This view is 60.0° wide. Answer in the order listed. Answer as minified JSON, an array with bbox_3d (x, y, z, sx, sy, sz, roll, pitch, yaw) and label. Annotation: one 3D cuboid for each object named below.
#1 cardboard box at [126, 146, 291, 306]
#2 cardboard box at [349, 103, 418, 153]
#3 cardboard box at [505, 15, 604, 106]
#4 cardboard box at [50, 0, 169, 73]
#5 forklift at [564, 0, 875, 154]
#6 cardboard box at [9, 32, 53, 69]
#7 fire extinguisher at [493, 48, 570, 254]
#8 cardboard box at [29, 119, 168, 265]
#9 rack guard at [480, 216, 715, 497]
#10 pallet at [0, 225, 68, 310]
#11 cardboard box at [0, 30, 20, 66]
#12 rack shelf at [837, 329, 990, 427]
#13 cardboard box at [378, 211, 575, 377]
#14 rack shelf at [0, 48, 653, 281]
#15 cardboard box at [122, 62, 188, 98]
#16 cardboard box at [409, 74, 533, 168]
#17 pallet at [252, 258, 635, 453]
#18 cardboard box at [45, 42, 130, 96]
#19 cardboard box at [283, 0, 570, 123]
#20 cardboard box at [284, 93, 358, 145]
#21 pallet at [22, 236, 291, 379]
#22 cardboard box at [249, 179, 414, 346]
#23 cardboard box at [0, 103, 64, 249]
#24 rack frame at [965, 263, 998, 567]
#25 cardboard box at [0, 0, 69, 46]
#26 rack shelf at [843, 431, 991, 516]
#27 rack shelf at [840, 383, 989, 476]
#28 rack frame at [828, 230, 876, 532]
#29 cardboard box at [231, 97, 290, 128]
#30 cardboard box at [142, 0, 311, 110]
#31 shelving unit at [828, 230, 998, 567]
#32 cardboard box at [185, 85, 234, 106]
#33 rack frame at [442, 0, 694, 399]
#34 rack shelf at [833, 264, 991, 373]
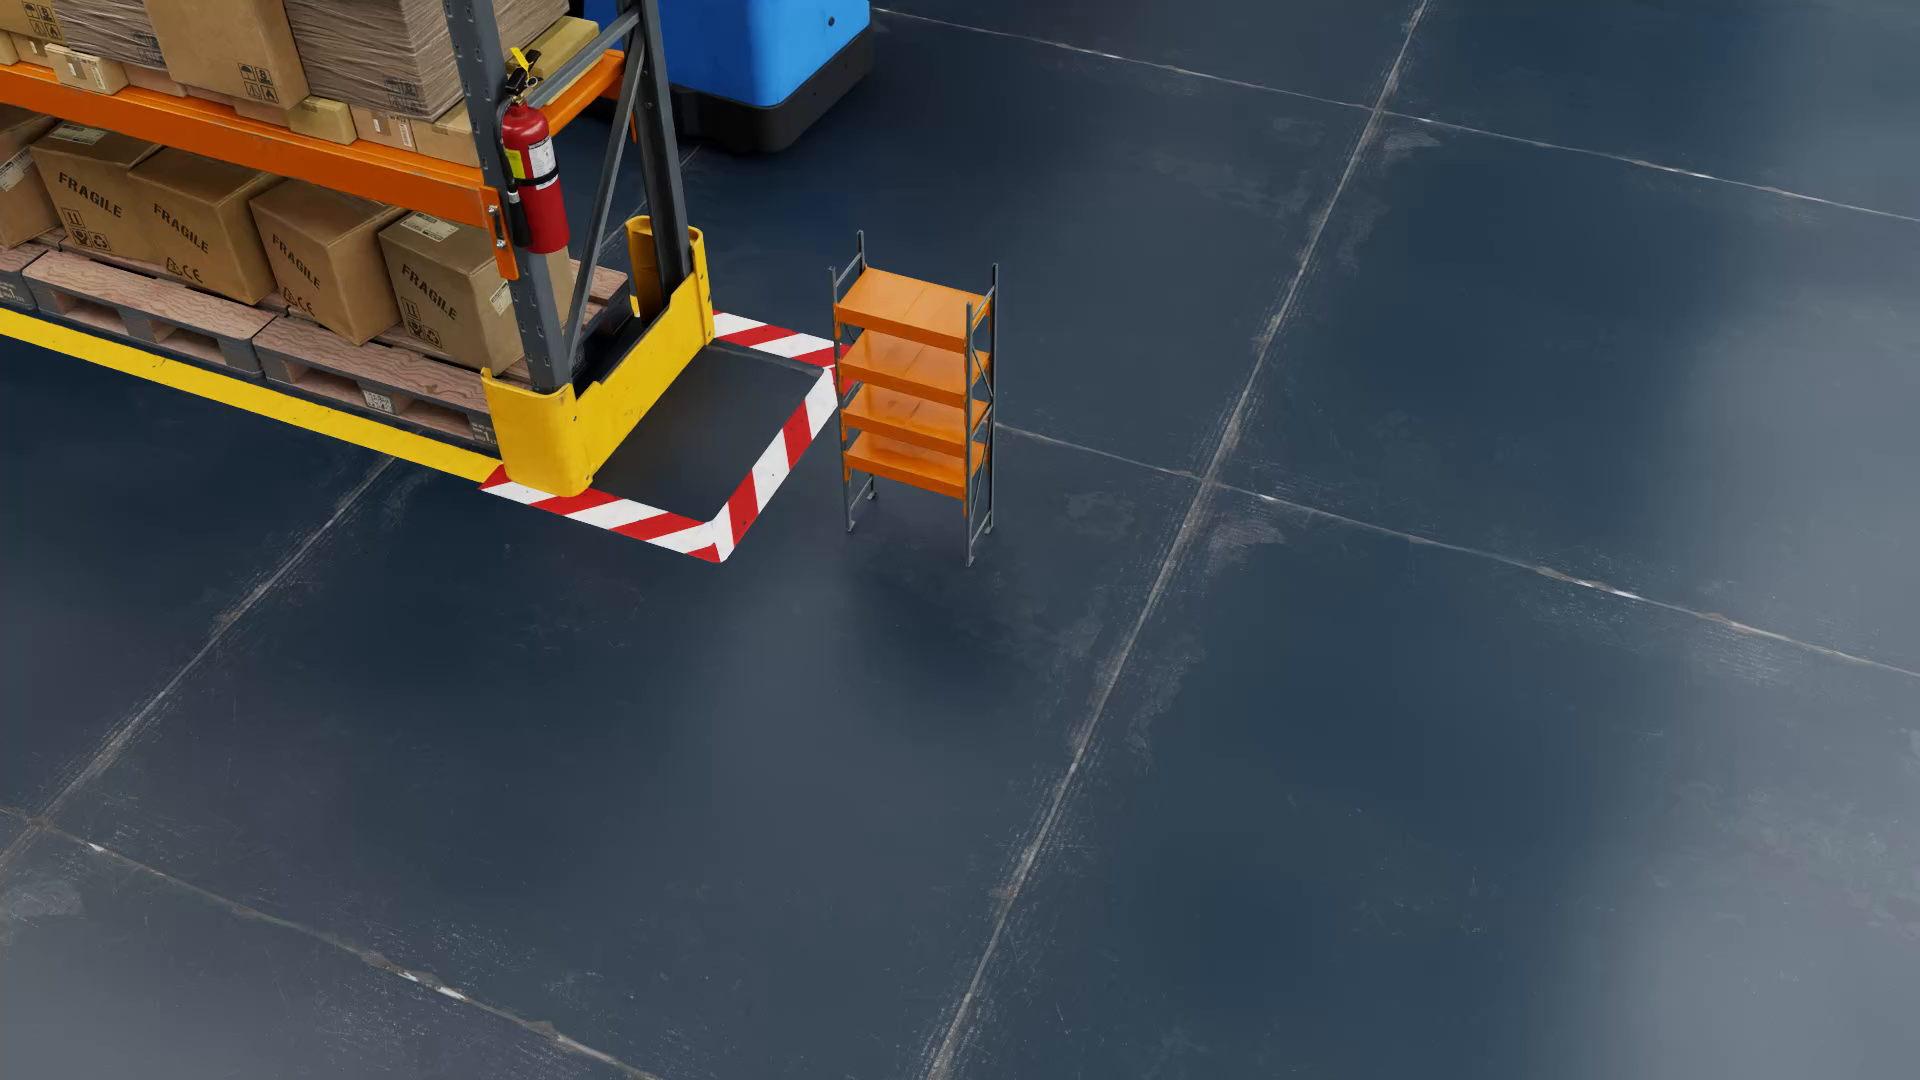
[{"bbox_3d":[-3.050,-1.385,6.990,0.500,0.500,0.500,21,48,19],"label":"cardboard box"},{"bbox_3d":[-1.917,-1.542,5.851,0.250,0.149,0.380,16,47,16],"label":"cardboard box"},{"bbox_3d":[-1.516,-1.763,6.074,0.250,0.149,0.380,16,47,16],"label":"cardboard box"},{"bbox_3d":[-2.794,-2.149,6.002,0.500,0.500,0.875,16,47,16],"label":"cardboard box"},{"bbox_3d":[-1.995,-3.644,7.834,3.031,2.935,1.130,20,48,19],"label":"forklift"},{"bbox_3d":[-3.316,-1.926,6.237,0.250,0.149,0.380,16,47,16],"label":"cardboard box"},{"bbox_3d":[-1.416,-1.261,5.446,0.183,0.674,0.296,16,47,16],"label":"fire extinguisher"},{"bbox_3d":[-3.548,-1.566,7.172,0.500,0.500,0.500,13,46,12],"label":"cardboard box"},{"bbox_3d":[-1.415,-0.754,6.654,0.348,0.500,1.175,16,47,16],"label":"rack guard"},{"bbox_3d":[-4.403,-1.558,7.666,1.213,0.211,1.003,16,47,16],"label":"pallet"},{"bbox_3d":[-3.564,-1.964,6.275,0.250,0.149,0.380,16,47,16],"label":"cardboard box"},{"bbox_3d":[-0.153,-0.581,5.762,0.480,0.148,0.258,16,47,16],"label":"rack shelf"},{"bbox_3d":[-1.914,-1.063,6.666,0.500,0.500,0.500,25,50,23],"label":"cardboard box"},{"bbox_3d":[-3.190,-1.908,6.551,4.000,0.370,1.077,16,47,16],"label":"rack shelf"},{"bbox_3d":[-2.847,-1.803,6.113,0.250,0.149,0.380,16,47,16],"label":"cardboard box"},{"bbox_3d":[-1.687,-1.474,5.783,0.250,0.149,0.380,16,47,16],"label":"cardboard box"},{"bbox_3d":[-2.151,-0.896,7.000,1.213,0.211,1.003,16,47,16],"label":"pallet"},{"bbox_3d":[-3.112,-1.813,6.123,0.250,0.149,0.380,16,47,16],"label":"cardboard box"},{"bbox_3d":[-1.841,-1.928,5.779,0.500,0.500,0.875,16,47,16],"label":"cardboard box"},{"bbox_3d":[-2.168,-1.576,5.886,0.250,0.149,0.380,16,47,16],"label":"cardboard box"},{"bbox_3d":[-3.273,-1.228,7.334,1.213,0.211,1.003,16,47,16],"label":"pallet"},{"bbox_3d":[-2.479,-1.203,6.807,0.500,0.500,0.500,29,52,26],"label":"cardboard box"},{"bbox_3d":[-4.151,-1.684,7.290,0.500,0.500,0.500,32,53,28],"label":"cardboard box"},{"bbox_3d":[0.072,-0.404,5.805,0.015,1.200,0.240,16,47,16],"label":"rack frame"},{"bbox_3d":[-3.251,-2.293,6.146,0.500,0.500,0.875,16,47,16],"label":"cardboard box"},{"bbox_3d":[-0.153,-0.282,6.059,0.480,0.148,0.258,16,47,16],"label":"rack shelf"},{"bbox_3d":[-0.153,-0.423,5.919,0.480,0.148,0.258,16,47,16],"label":"rack shelf"},{"bbox_3d":[-0.378,-0.537,5.939,0.015,1.200,0.240,16,47,16],"label":"rack frame"},{"bbox_3d":[-2.393,-1.654,5.964,0.250,0.149,0.380,16,47,16],"label":"cardboard box"},{"bbox_3d":[-2.349,-1.986,5.837,0.500,0.500,0.875,16,47,16],"label":"cardboard box"},{"bbox_3d":[-0.153,-0.470,5.872,0.503,1.200,0.258,16,47,16],"label":"shelving unit"},{"bbox_3d":[-2.607,-1.749,6.059,0.250,0.149,0.380,16,47,16],"label":"cardboard box"},{"bbox_3d":[-1.344,-1.620,5.751,0.127,3.000,1.000,16,47,16],"label":"rack frame"},{"bbox_3d":[-0.153,-0.749,5.595,0.480,0.148,0.258,16,47,16],"label":"rack shelf"}]
